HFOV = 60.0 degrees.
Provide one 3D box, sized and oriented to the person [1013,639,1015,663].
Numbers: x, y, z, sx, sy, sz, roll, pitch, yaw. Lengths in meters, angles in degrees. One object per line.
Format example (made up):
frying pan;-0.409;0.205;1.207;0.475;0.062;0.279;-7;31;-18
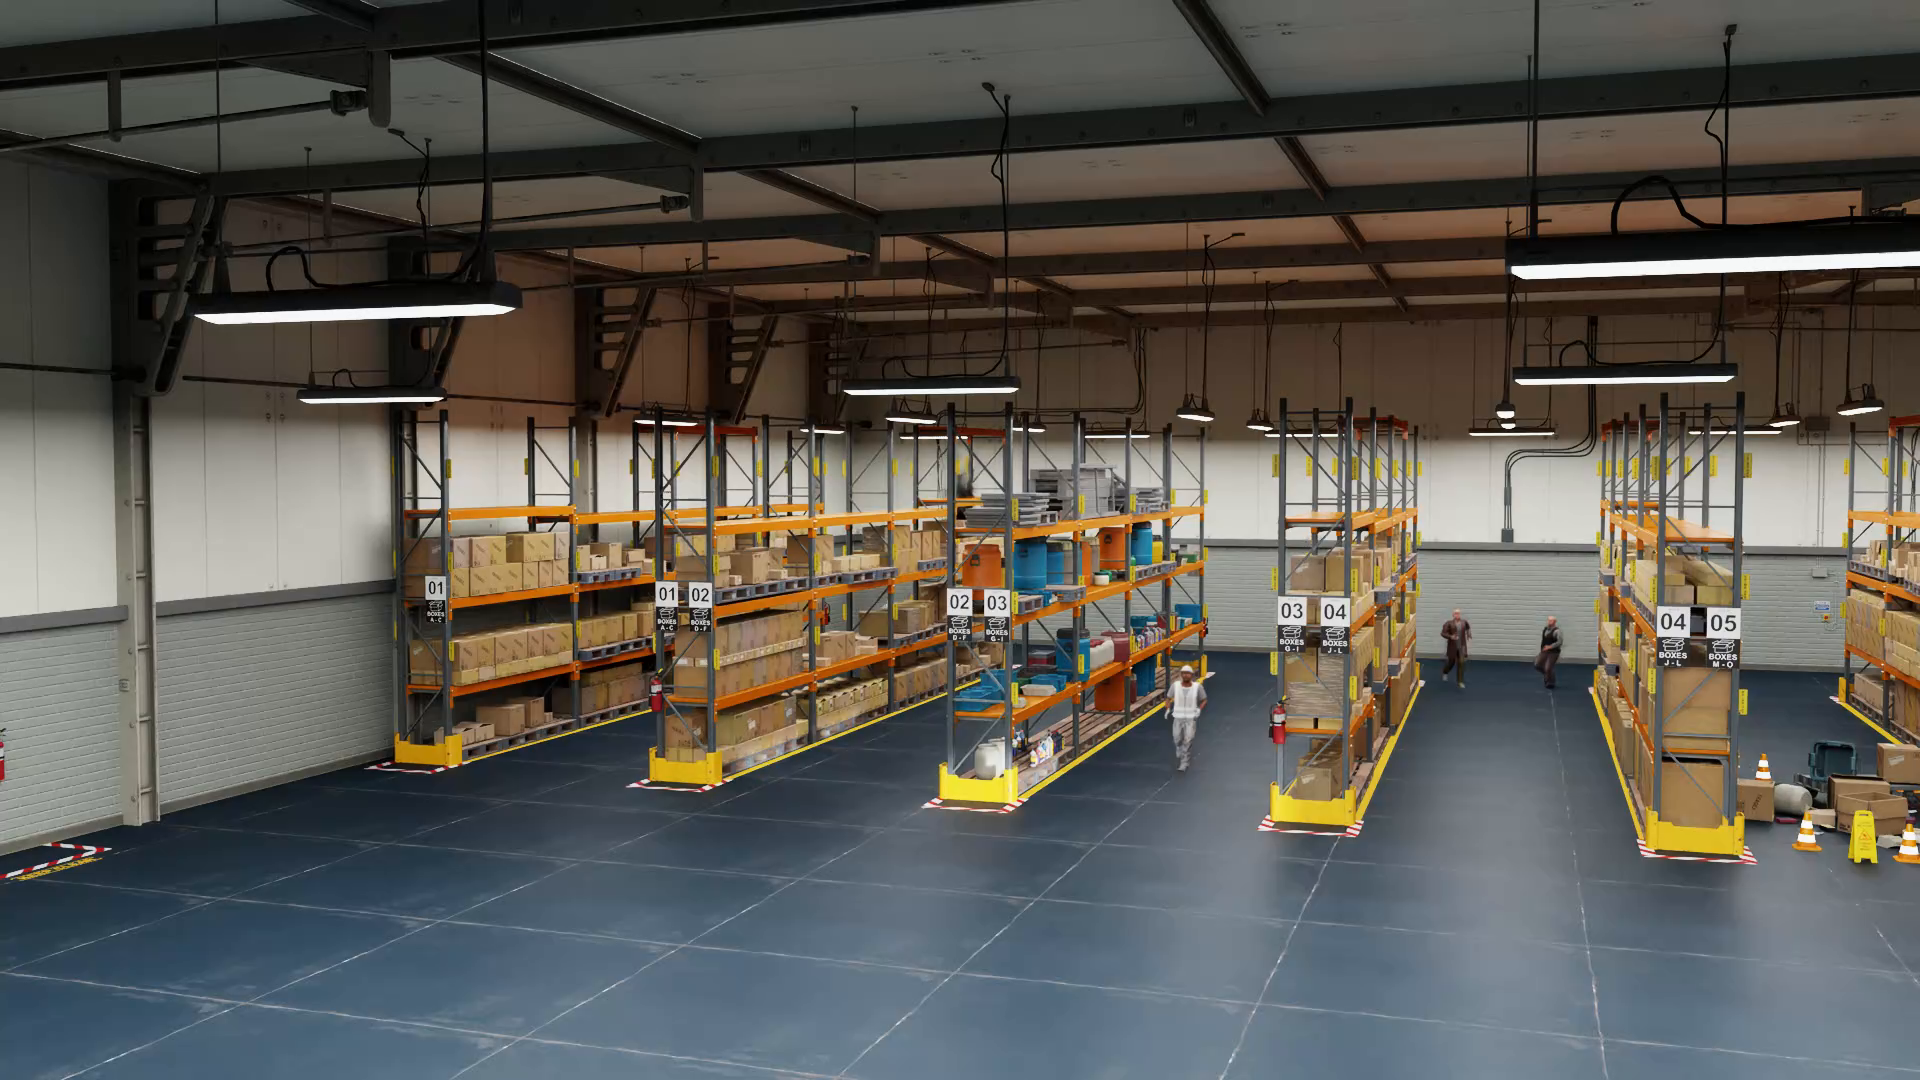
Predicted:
person;1.102;2.318;42.747;0.556;1.721;0.647;2;3;40

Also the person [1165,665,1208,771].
person;3.773;2.954;27.722;0.697;1.735;0.623;1;3;13

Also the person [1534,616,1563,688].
person;13.400;2.554;37.804;0.573;1.657;0.660;-1;3;-27

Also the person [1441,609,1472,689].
person;11.401;2.518;38.231;0.718;1.713;1.046;0;2;2
